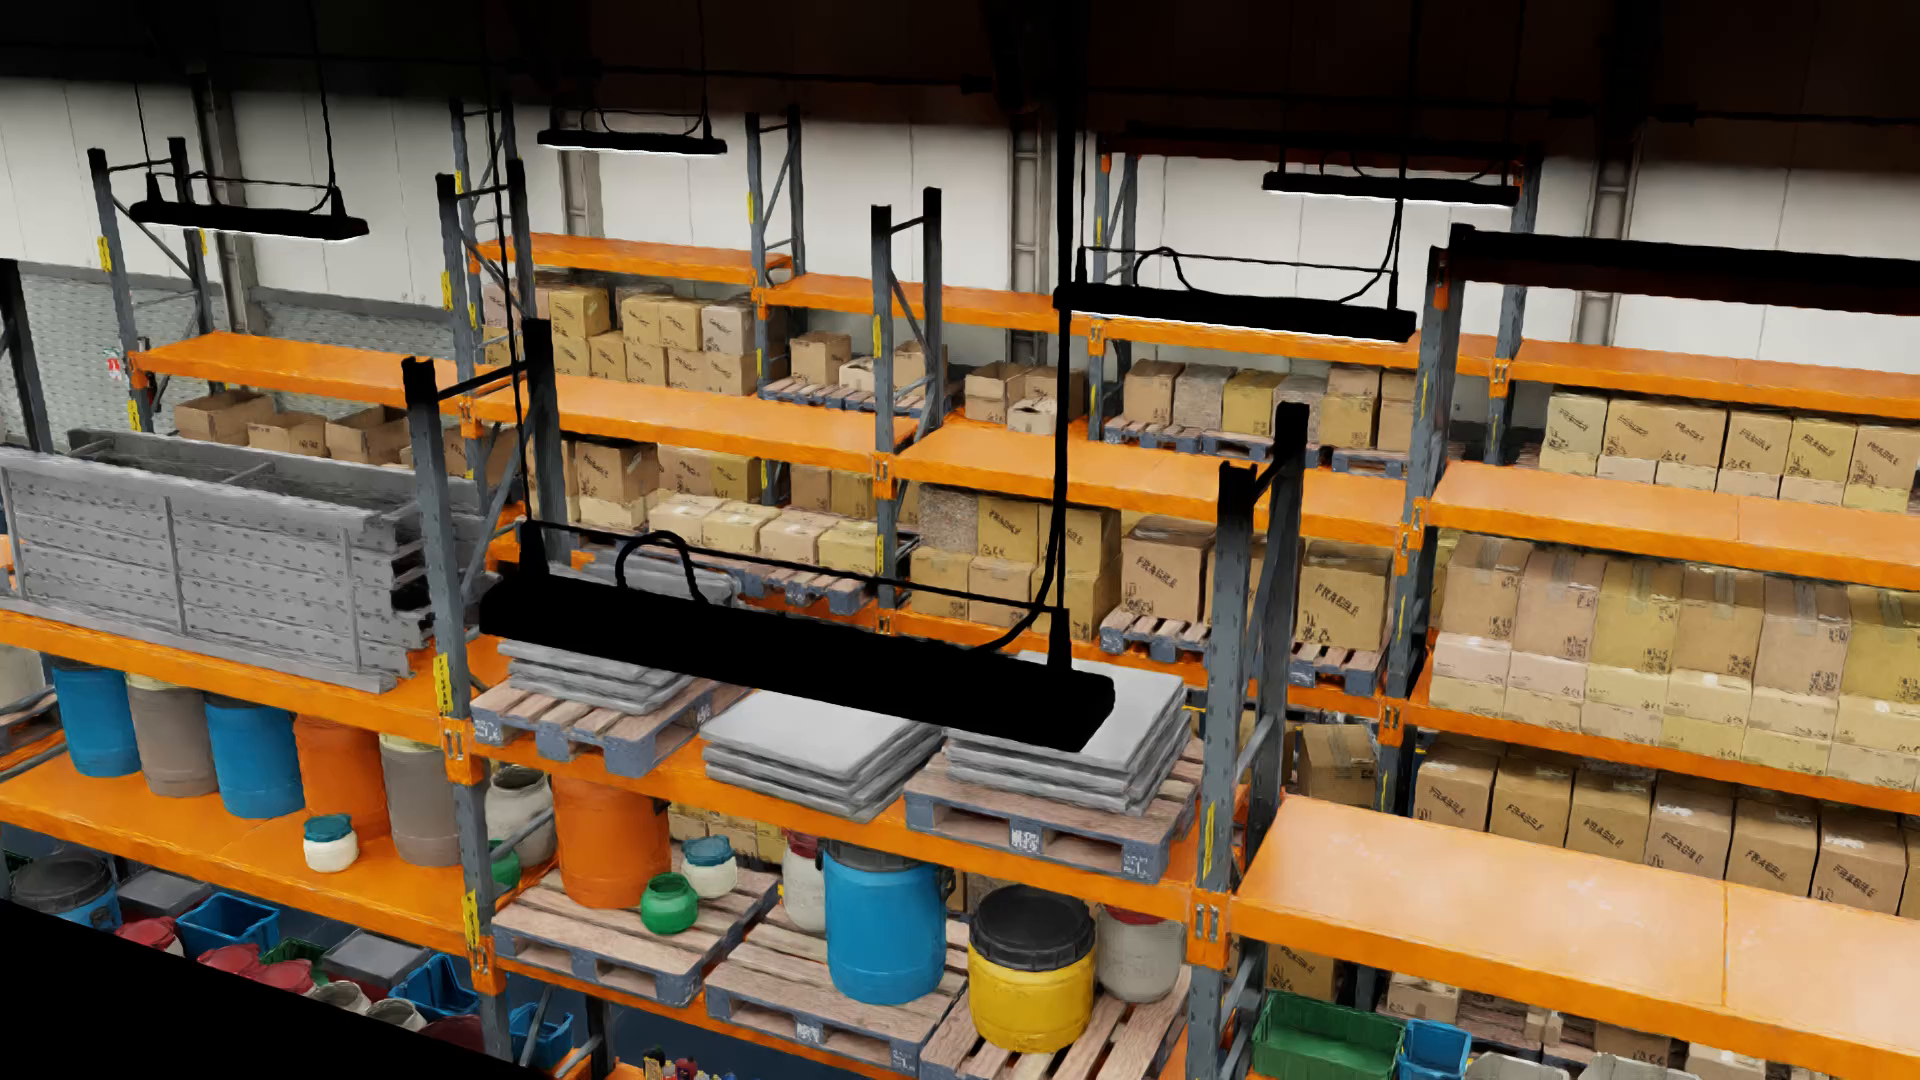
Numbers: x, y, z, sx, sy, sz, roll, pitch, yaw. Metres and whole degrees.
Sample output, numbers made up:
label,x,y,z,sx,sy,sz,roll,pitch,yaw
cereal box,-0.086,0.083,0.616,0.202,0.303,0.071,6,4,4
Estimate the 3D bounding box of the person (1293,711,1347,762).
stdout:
label,x,y,z,sx,sy,sz,roll,pitch,yaw
person,3.740,1.669,16.142,1.127,1.458,0.544,8,22,20
